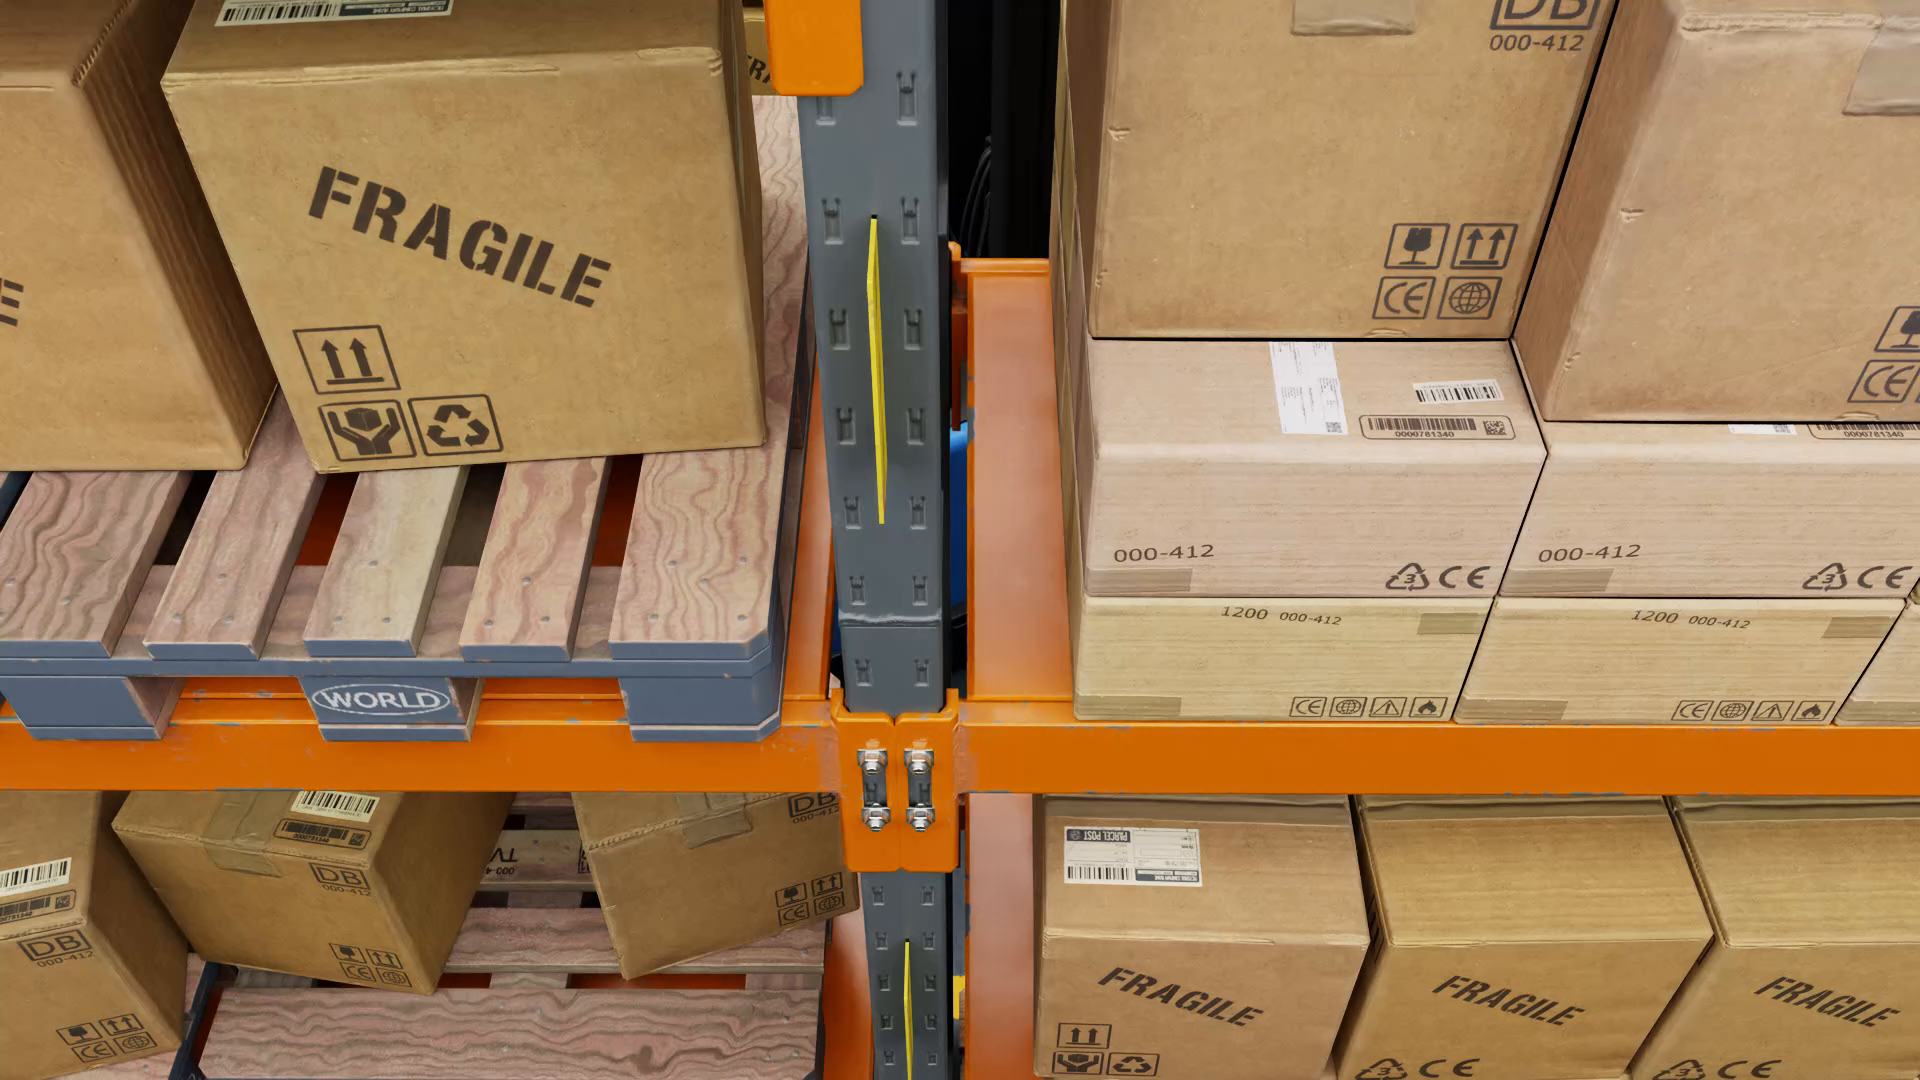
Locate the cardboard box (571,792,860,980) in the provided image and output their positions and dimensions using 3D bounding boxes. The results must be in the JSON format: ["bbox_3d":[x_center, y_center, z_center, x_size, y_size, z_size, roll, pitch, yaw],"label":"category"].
[{"bbox_3d":[-0.557,0.421,3.453,0.500,0.500,0.700,-14,49,-13],"label":"cardboard box"}]

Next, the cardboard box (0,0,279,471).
[{"bbox_3d":[-1.256,-0.510,2.203,0.600,0.600,0.600,0,47,0],"label":"cardboard box"}]

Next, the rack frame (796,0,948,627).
[{"bbox_3d":[-0.084,-1.281,1.294,0.127,3.000,1.000,0,47,0],"label":"rack frame"}]

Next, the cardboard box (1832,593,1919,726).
[{"bbox_3d":[1.401,-0.018,2.271,0.500,0.250,0.500,0,47,0],"label":"cardboard box"}]

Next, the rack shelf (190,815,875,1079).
[{"bbox_3d":[-2.084,1.003,3.759,4.000,0.370,1.077,0,47,0],"label":"rack shelf"}]

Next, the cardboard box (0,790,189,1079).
[{"bbox_3d":[-1.851,0.627,3.262,0.500,0.500,0.700,-11,48,-10],"label":"cardboard box"}]

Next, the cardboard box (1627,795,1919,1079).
[{"bbox_3d":[1.416,0.599,2.892,0.500,0.500,0.500,-1,47,-1],"label":"cardboard box"}]

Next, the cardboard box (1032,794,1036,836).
[{"bbox_3d":[0.417,0.543,3.627,0.500,0.500,0.500,1,47,1],"label":"cardboard box"}]

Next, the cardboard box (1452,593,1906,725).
[{"bbox_3d":[0.901,-0.021,2.273,0.500,0.250,0.500,0,47,0],"label":"cardboard box"}]

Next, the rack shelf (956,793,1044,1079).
[{"bbox_3d":[1.916,1.014,3.748,4.000,0.370,1.077,0,47,0],"label":"rack shelf"}]

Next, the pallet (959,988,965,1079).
[{"bbox_3d":[0.602,1.716,4.509,1.213,0.211,1.003,0,47,0],"label":"pallet"}]

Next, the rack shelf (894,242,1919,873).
[{"bbox_3d":[1.916,-0.008,2.650,4.000,0.370,1.077,0,47,0],"label":"rack shelf"}]

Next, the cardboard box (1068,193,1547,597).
[{"bbox_3d":[0.401,-0.195,2.094,0.500,0.250,0.500,0,47,0],"label":"cardboard box"}]

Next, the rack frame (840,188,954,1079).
[{"bbox_3d":[-0.084,0.763,3.490,0.127,3.000,1.000,0,47,0],"label":"rack frame"}]

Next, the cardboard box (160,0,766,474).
[{"bbox_3d":[-0.588,-0.525,2.217,0.600,0.600,0.600,-4,47,-4],"label":"cardboard box"}]

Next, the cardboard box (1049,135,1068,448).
[{"bbox_3d":[0.403,-0.401,2.627,0.500,0.250,0.500,0,47,0],"label":"cardboard box"}]

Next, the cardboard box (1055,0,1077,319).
[{"bbox_3d":[0.403,-0.575,2.448,0.500,0.250,0.500,0,47,0],"label":"cardboard box"}]

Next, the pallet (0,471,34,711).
[{"bbox_3d":[-1.773,-0.248,2.511,1.003,0.211,1.213,0,47,0],"label":"pallet"}]

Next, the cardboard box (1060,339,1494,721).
[{"bbox_3d":[0.401,-0.025,2.277,0.500,0.250,0.500,0,47,0],"label":"cardboard box"}]

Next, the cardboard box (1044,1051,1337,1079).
[{"bbox_3d":[0.424,0.930,3.267,0.500,0.500,0.500,1,47,1],"label":"cardboard box"}]

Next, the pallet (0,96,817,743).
[{"bbox_3d":[-0.736,-0.248,2.511,1.003,0.211,1.213,0,47,0],"label":"pallet"}]

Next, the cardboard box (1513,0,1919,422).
[{"bbox_3d":[0.902,-0.555,1.917,0.500,0.500,0.700,0,47,0],"label":"cardboard box"}]

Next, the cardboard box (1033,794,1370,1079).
[{"bbox_3d":[0.386,0.596,2.895,0.500,0.500,0.500,1,47,1],"label":"cardboard box"}]

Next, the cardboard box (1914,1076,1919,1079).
[{"bbox_3d":[1.437,0.932,3.265,0.500,0.500,0.500,0,47,0],"label":"cardboard box"}]

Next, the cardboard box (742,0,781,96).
[{"bbox_3d":[-0.720,-2.180,7.411,0.750,0.750,0.750,1,47,1],"label":"cardboard box"}]

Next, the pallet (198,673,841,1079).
[{"bbox_3d":[-0.883,0.747,3.637,1.213,0.211,1.003,0,47,0],"label":"pallet"}]

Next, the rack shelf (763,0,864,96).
[{"bbox_3d":[-2.084,-0.905,1.709,4.000,0.370,1.077,0,47,0],"label":"rack shelf"}]

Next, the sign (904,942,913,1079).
[{"bbox_3d":[-0.083,0.775,2.688,0.005,0.325,0.100,0,47,0],"label":"sign"}]

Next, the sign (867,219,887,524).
[{"bbox_3d":[-0.083,-0.163,1.681,0.005,0.325,0.100,0,47,0],"label":"sign"}]

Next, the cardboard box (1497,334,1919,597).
[{"bbox_3d":[0.901,-0.195,2.094,0.500,0.250,0.500,0,47,0],"label":"cardboard box"}]

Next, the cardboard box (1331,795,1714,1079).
[{"bbox_3d":[0.902,0.597,2.894,0.500,0.500,0.500,-1,47,-1],"label":"cardboard box"}]

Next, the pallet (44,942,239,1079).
[{"bbox_3d":[-2.140,0.820,3.569,1.213,0.211,1.003,0,47,0],"label":"pallet"}]

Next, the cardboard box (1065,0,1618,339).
[{"bbox_3d":[0.402,-0.660,2.014,0.500,0.500,0.700,0,47,0],"label":"cardboard box"}]

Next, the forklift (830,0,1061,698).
[{"bbox_3d":[0.554,-1.214,5.378,3.031,2.935,1.130,-21,51,-19],"label":"forklift"}]

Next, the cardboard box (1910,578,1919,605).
[{"bbox_3d":[1.401,-0.185,2.084,0.500,0.250,0.500,0,47,0],"label":"cardboard box"}]

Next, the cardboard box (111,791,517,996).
[{"bbox_3d":[-1.245,0.466,3.412,0.500,0.500,0.700,7,47,6],"label":"cardboard box"}]

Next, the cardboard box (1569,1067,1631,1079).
[{"bbox_3d":[0.936,0.929,3.268,0.500,0.500,0.500,1,47,1],"label":"cardboard box"}]

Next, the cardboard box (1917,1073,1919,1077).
[{"bbox_3d":[1.932,0.599,2.891,0.500,0.500,0.500,1,47,1],"label":"cardboard box"}]

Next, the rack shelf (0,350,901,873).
[{"bbox_3d":[-2.084,-0.019,2.661,4.000,0.370,1.077,0,47,0],"label":"rack shelf"}]
